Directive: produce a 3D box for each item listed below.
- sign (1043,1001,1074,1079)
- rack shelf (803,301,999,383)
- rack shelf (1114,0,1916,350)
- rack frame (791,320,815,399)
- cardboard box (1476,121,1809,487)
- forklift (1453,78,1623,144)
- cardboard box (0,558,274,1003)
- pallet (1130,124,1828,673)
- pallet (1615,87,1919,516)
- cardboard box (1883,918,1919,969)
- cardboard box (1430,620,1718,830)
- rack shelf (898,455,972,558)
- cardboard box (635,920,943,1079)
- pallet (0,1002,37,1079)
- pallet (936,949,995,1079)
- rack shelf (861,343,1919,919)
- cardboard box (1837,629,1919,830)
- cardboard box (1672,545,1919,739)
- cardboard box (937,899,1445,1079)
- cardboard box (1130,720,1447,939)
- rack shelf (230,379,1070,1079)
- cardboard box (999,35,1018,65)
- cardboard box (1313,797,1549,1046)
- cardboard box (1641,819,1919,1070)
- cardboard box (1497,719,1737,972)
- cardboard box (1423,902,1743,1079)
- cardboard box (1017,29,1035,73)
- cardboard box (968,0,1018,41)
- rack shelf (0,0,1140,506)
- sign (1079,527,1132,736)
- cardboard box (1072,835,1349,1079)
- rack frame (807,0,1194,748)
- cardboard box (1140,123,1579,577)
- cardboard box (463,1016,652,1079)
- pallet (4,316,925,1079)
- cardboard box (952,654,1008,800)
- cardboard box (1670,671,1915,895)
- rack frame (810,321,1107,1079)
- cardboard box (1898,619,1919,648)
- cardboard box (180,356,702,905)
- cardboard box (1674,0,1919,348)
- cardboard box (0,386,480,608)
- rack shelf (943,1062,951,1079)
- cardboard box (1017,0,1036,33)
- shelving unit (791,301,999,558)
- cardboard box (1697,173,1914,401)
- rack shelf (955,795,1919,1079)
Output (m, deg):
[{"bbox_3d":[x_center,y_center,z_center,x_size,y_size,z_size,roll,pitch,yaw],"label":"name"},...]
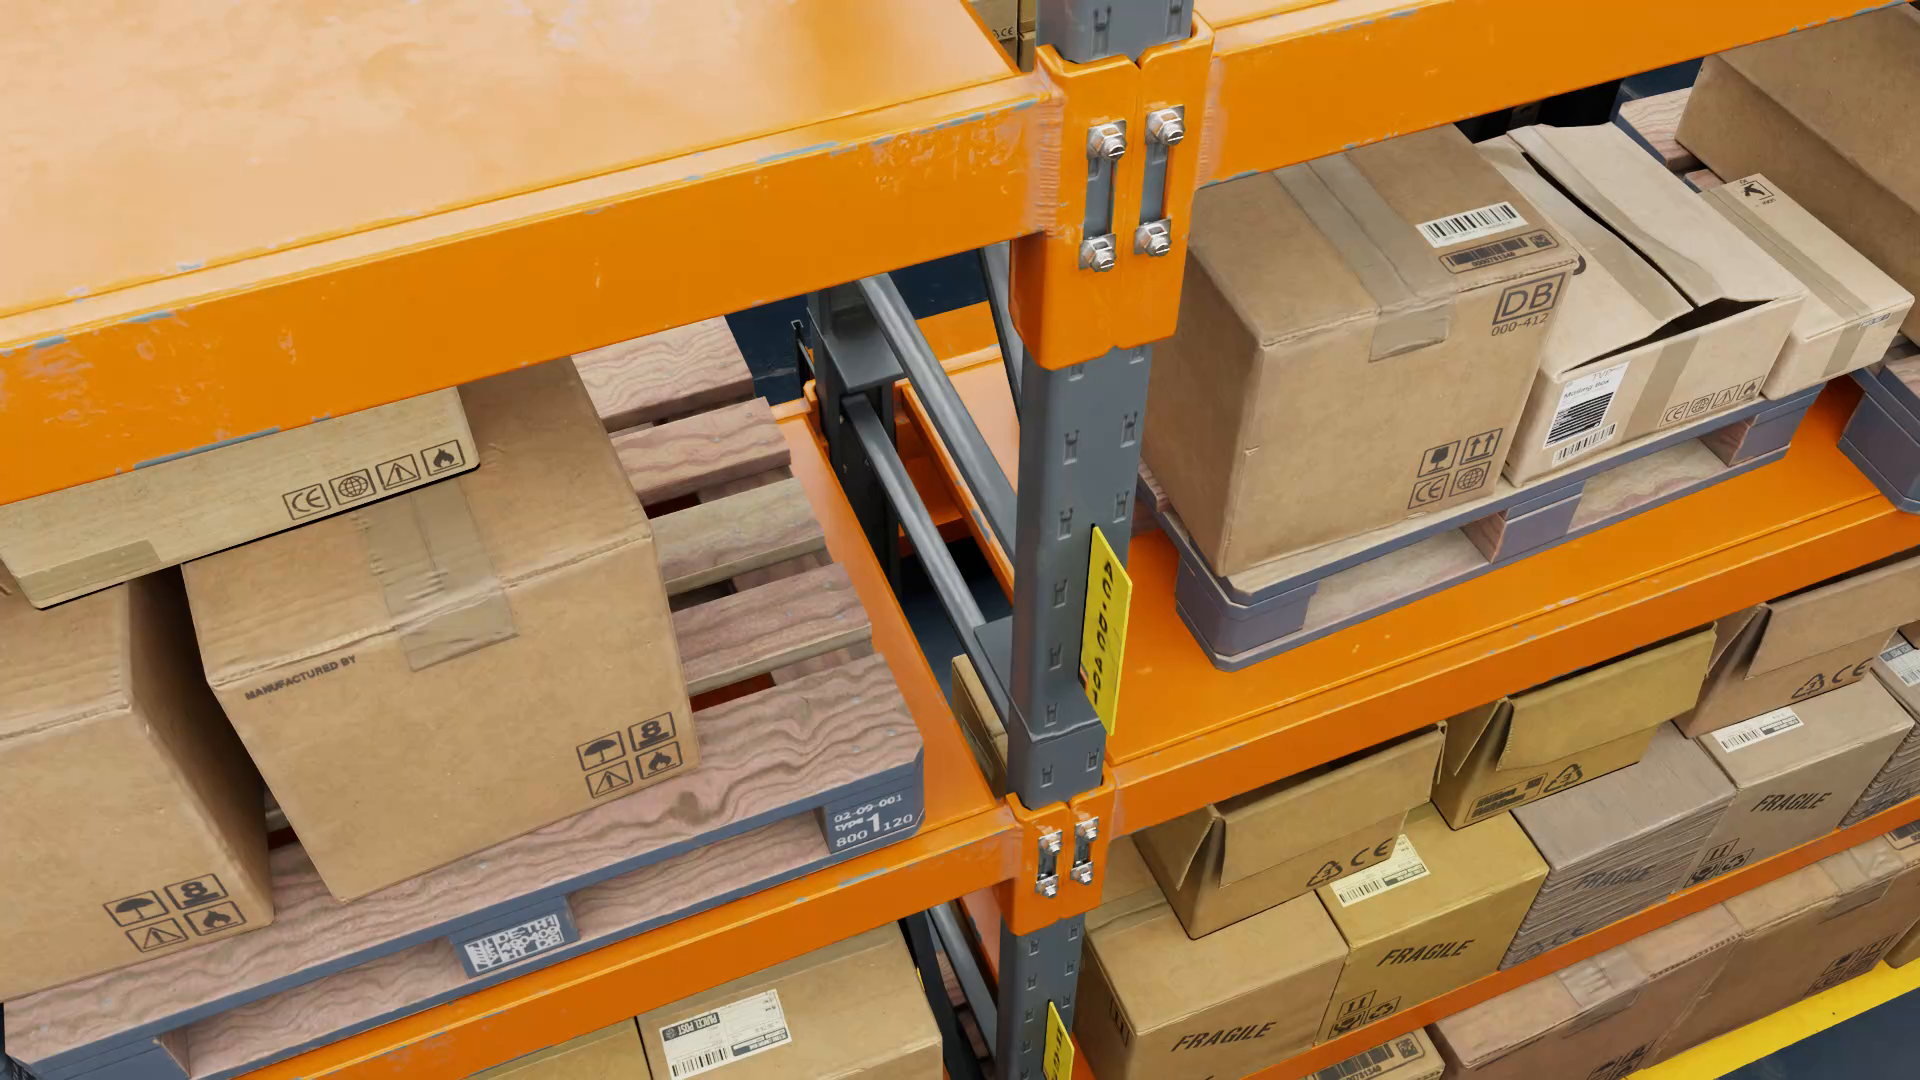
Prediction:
[{"bbox_3d":[0.185,0.987,3.143,0.005,0.325,0.100,-17,52,-14],"label":"sign"},{"bbox_3d":[-0.006,-0.555,5.940,1.000,0.278,0.538,-17,52,-14],"label":"rack shelf"},{"bbox_3d":[1.825,-1.258,2.477,4.000,0.370,1.077,-17,52,-14],"label":"rack shelf"},{"bbox_3d":[-0.477,-0.219,6.037,0.032,1.125,0.500,-17,52,-14],"label":"rack frame"},{"bbox_3d":[1.023,-0.431,2.789,0.500,0.311,0.500,-19,52,-15],"label":"cardboard box"},{"bbox_3d":[2.222,-1.885,6.277,3.031,2.935,1.130,-21,53,-17],"label":"forklift"},{"bbox_3d":[-1.228,0.144,2.104,0.500,0.500,0.700,-15,51,-12],"label":"cardboard box"},{"bbox_3d":[0.804,-0.307,3.026,1.217,0.209,0.805,-19,52,-16],"label":"pallet"},{"bbox_3d":[2.066,-0.613,3.287,1.213,0.211,1.003,-15,51,-13],"label":"pallet"},{"bbox_3d":[3.030,0.497,5.311,0.875,0.875,1.225,-19,52,-16],"label":"cardboard box"},{"bbox_3d":[1.202,0.168,3.742,0.637,0.503,0.797,-17,51,-14],"label":"cardboard box"},{"bbox_3d":[-0.006,-0.205,6.348,1.000,0.278,0.538,-17,52,-14],"label":"rack shelf"},{"bbox_3d":[-0.351,0.933,3.221,0.500,0.500,0.500,-16,51,-13],"label":"cardboard box"},{"bbox_3d":[-1.915,0.531,2.238,1.213,0.211,1.003,-17,52,-14],"label":"pallet"},{"bbox_3d":[0.659,1.540,5.129,1.213,0.211,1.003,-17,52,-14],"label":"pallet"},{"bbox_3d":[1.825,-0.411,3.464,4.000,0.370,1.077,-17,52,-14],"label":"rack shelf"},{"bbox_3d":[2.370,0.331,4.263,0.500,0.500,0.500,-19,52,-15],"label":"cardboard box"},{"bbox_3d":[1.771,-0.021,3.905,0.637,0.503,0.797,-16,51,-13],"label":"cardboard box"},{"bbox_3d":[0.558,1.263,4.653,0.875,0.875,1.225,-17,51,-14],"label":"cardboard box"},{"bbox_3d":[0.562,0.357,3.580,0.637,0.503,0.797,-18,52,-15],"label":"cardboard box"},{"bbox_3d":[-1.878,0.736,2.478,4.000,0.370,1.077,-17,52,-14],"label":"rack shelf"},{"bbox_3d":[-0.055,-2.268,7.932,0.500,0.500,0.500,-16,51,-14],"label":"cardboard box"},{"bbox_3d":[0.959,0.772,3.885,0.500,0.500,0.500,-17,51,-14],"label":"cardboard box"},{"bbox_3d":[2.202,0.747,5.096,0.875,0.875,1.225,-17,51,-14],"label":"cardboard box"},{"bbox_3d":[1.422,0.628,4.008,0.500,0.500,0.500,-18,52,-15],"label":"cardboard box"},{"bbox_3d":[1.385,1.006,4.873,0.875,0.875,1.225,-19,52,-15],"label":"cardboard box"},{"bbox_3d":[0.419,-2.395,8.041,0.500,0.500,0.500,-19,52,-16],"label":"cardboard box"},{"bbox_3d":[-0.058,-2.498,7.635,0.500,0.250,0.500,-15,51,-13],"label":"cardboard box"},{"bbox_3d":[-1.878,-0.111,1.492,4.000,0.370,1.077,-17,52,-14],"label":"rack shelf"},{"bbox_3d":[0.185,0.123,2.138,0.005,0.325,0.100,-17,52,-14],"label":"sign"},{"bbox_3d":[0.494,0.916,3.761,0.500,0.500,0.500,-17,51,-14],"label":"cardboard box"},{"bbox_3d":[-0.026,-1.049,1.560,0.127,3.000,1.000,-17,52,-14],"label":"rack frame"},{"bbox_3d":[0.507,-0.415,2.650,0.500,0.500,0.700,-16,51,-13],"label":"cardboard box"},{"bbox_3d":[-0.816,1.073,3.100,0.500,0.500,0.500,-17,51,-14],"label":"cardboard box"},{"bbox_3d":[-0.788,0.184,2.537,1.213,0.211,1.003,-17,52,-14],"label":"pallet"},{"bbox_3d":[0.303,0.547,4.078,0.500,0.500,0.500,-17,51,-14],"label":"cardboard box"},{"bbox_3d":[1.899,0.476,4.139,0.500,0.500,0.500,-16,51,-14],"label":"cardboard box"},{"bbox_3d":[-0.026,0.905,3.836,0.127,3.000,1.000,-17,52,-14],"label":"rack frame"},{"bbox_3d":[2.389,-0.218,4.074,0.637,0.503,0.797,-16,51,-13],"label":"cardboard box"},{"bbox_3d":[-0.728,-0.007,2.234,0.500,0.500,0.700,-20,52,-16],"label":"cardboard box"},{"bbox_3d":[1.793,-0.789,2.969,0.637,0.503,0.797,-18,52,-15],"label":"cardboard box"},{"bbox_3d":[-0.900,-0.253,1.951,0.500,0.250,0.500,-20,52,-17],"label":"cardboard box"},{"bbox_3d":[-1.878,1.713,3.616,4.000,0.370,1.077,-17,52,-14],"label":"rack shelf"},{"bbox_3d":[0.421,-2.654,7.769,0.500,0.250,0.500,-16,51,-13],"label":"cardboard box"},{"bbox_3d":[-0.006,-0.365,6.162,1.048,1.125,0.538,-17,52,-14],"label":"shelving unit"},{"bbox_3d":[1.409,-0.449,2.910,0.250,0.149,0.380,-19,52,-16],"label":"cardboard box"},{"bbox_3d":[1.825,0.566,4.602,4.000,0.370,1.077,-17,52,-14],"label":"rack shelf"}]
